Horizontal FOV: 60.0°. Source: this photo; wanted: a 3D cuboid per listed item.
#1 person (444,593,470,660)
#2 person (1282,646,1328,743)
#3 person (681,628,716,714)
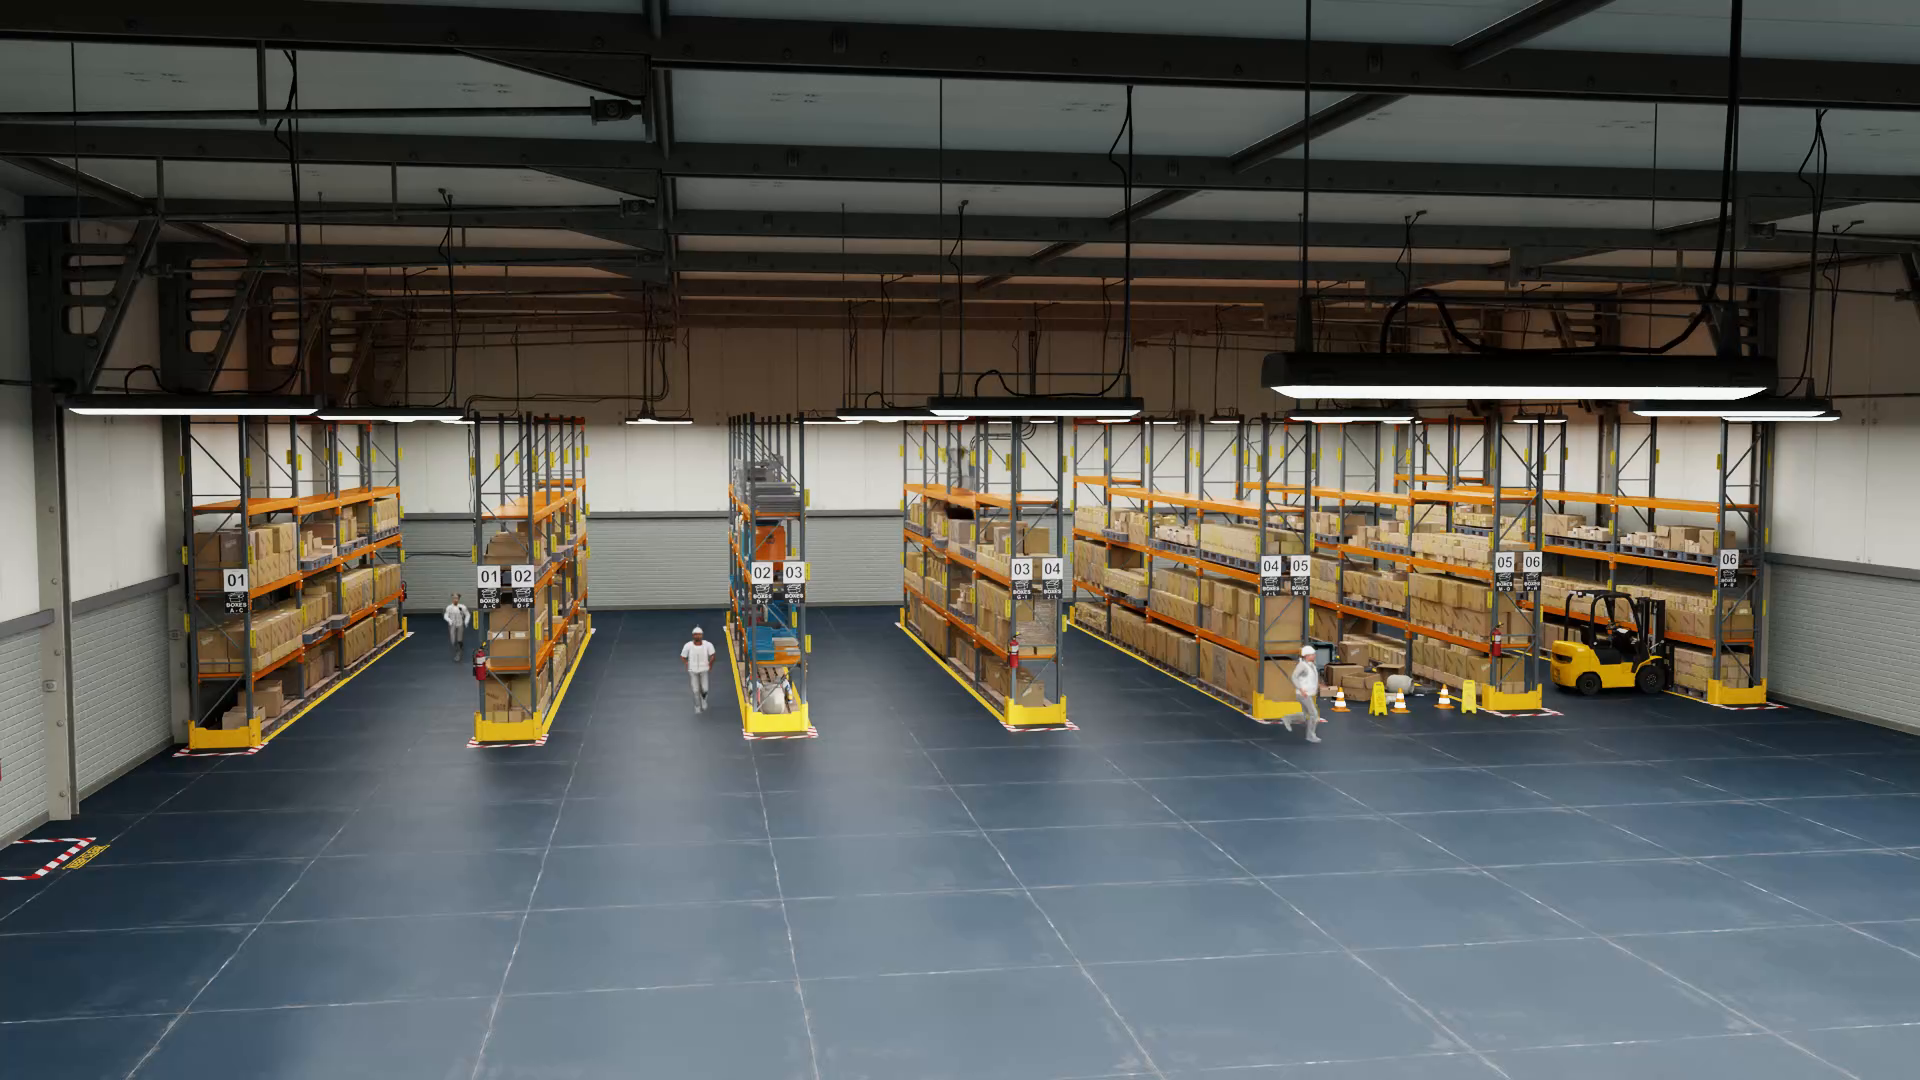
[{"bbox_3d":[-12.348,2.126,40.779,0.604,1.659,0.531,-1,4,-8],"label":"person"},{"bbox_3d":[6.244,2.796,30.360,0.831,1.746,0.645,3,5,33],"label":"person"},{"bbox_3d":[-5.208,2.606,33.116,0.692,1.720,0.591,-1,4,-10],"label":"person"}]
